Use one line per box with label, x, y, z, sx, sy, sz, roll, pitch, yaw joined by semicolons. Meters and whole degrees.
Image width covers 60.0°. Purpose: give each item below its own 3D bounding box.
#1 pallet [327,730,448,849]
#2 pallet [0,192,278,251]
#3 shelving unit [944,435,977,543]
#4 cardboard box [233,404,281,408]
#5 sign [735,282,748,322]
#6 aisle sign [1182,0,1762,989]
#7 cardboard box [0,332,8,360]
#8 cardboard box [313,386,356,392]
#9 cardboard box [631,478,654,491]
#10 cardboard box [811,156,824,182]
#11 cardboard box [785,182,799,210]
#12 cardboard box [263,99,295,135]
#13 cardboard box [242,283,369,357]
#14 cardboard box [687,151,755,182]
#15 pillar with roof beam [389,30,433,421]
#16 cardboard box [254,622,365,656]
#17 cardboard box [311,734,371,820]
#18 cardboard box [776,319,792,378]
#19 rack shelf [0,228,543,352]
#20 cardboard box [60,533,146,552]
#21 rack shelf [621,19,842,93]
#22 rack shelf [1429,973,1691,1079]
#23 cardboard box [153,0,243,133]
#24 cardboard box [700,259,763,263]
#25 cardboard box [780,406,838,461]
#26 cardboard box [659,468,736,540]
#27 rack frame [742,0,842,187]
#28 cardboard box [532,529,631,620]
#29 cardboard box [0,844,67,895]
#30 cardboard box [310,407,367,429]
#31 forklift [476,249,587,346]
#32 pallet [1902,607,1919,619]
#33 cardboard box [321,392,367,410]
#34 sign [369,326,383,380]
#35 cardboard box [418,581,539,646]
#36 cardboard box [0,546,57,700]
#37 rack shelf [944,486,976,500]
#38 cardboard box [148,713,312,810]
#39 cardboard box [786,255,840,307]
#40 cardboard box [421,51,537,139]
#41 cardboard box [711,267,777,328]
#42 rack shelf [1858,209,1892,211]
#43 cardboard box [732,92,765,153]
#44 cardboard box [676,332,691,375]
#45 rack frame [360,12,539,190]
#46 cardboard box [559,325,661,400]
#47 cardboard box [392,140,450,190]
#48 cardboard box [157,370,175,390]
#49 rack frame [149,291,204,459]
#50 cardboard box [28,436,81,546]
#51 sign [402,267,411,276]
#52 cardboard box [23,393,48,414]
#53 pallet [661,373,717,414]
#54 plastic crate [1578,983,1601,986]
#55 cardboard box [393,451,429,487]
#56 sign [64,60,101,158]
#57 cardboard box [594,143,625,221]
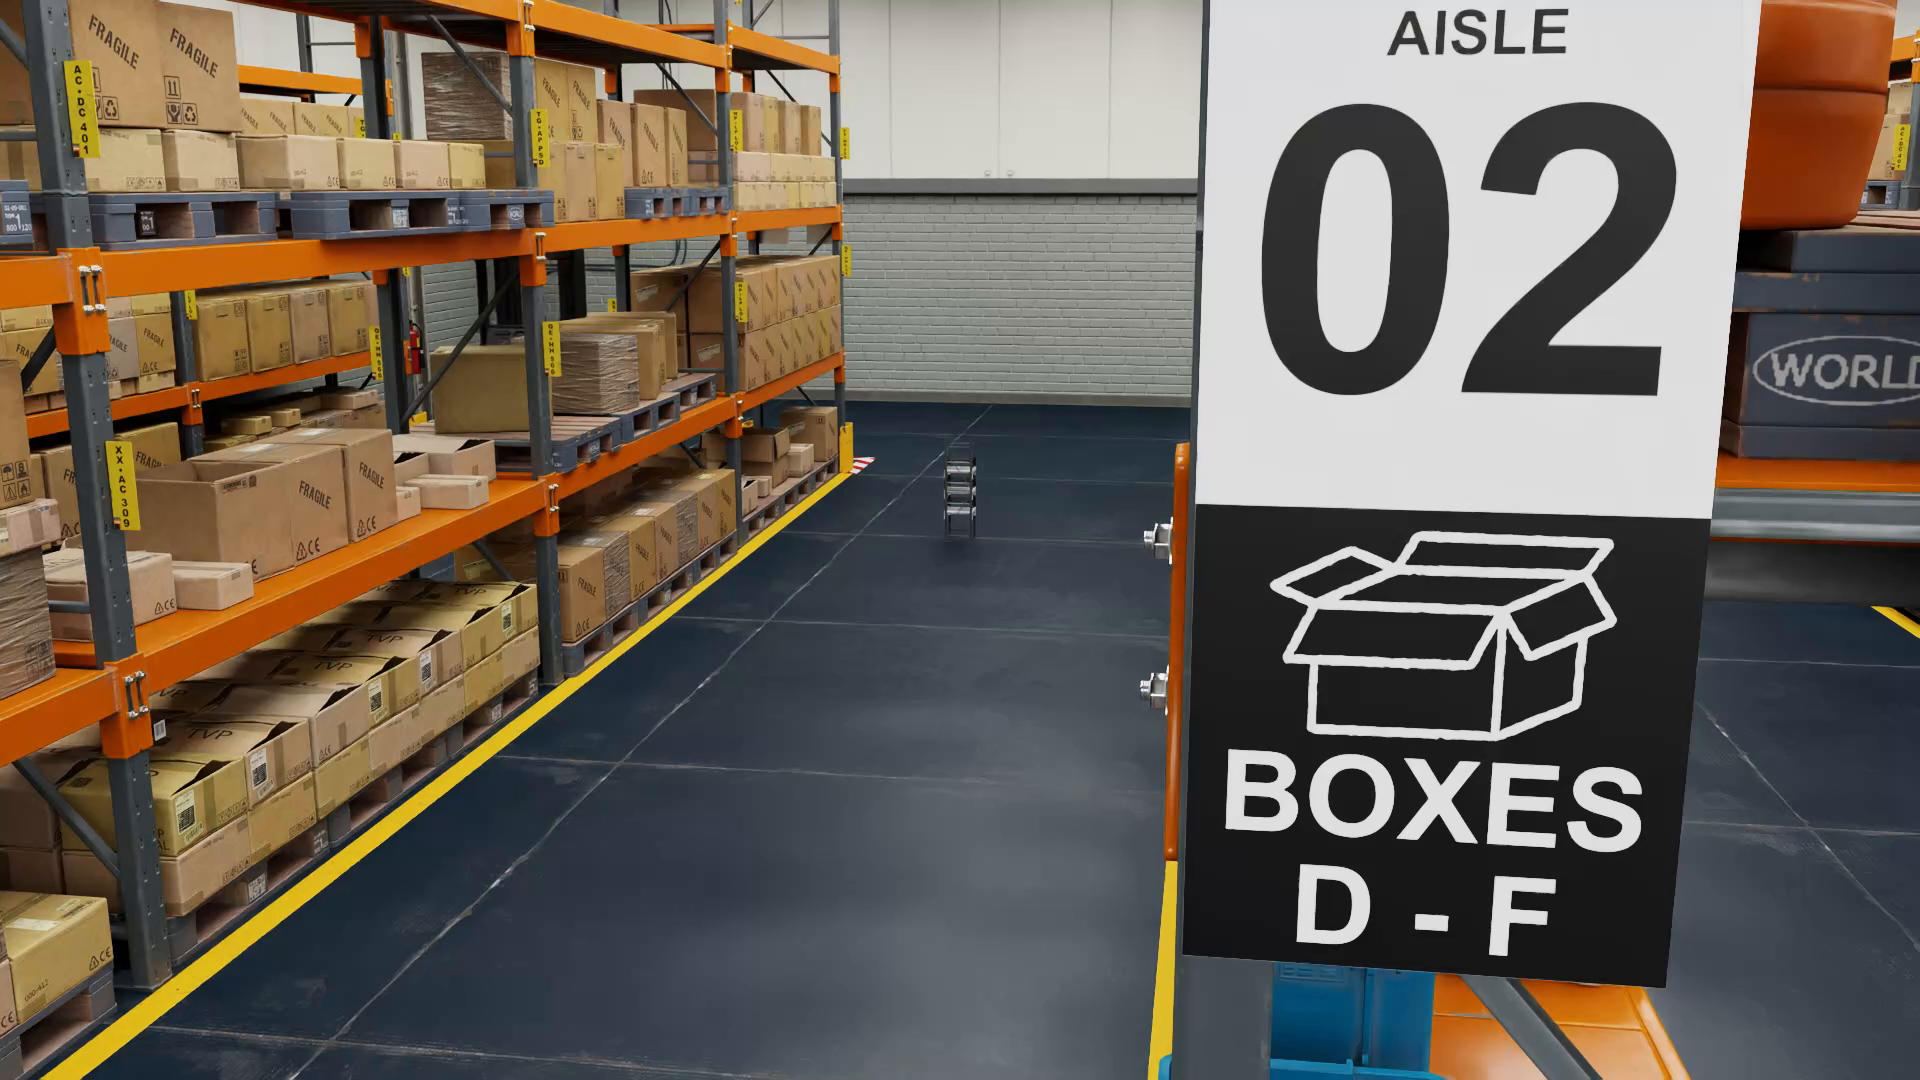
pallet;-3.330;1.202;8.416;1.003;0.211;1.213;2;12;9
pallet;-3.467;-1.309;6.781;0.805;0.209;1.217;1;12;6
shelving unit;0.001;-0.442;14.406;0.258;0.900;0.210;2;12;9
cardboard box;-7.059;-1.277;16.696;0.380;0.149;0.250;2;12;8
sign;-1.810;-1.966;13.748;0.100;0.325;0.005;2;12;9
aisle sign;0.384;-0.024;1.312;0.394;0.787;0.004;2;12;9
cardboard box;-7.375;-1.253;12.198;0.500;0.500;0.500;2;12;8
cardboard box;-6.827;-1.594;18.166;0.380;0.149;0.250;2;12;9
cardboard box;-2.745;-0.206;13.220;0.500;0.500;0.500;2;12;9
cardboard box;-1.648;-3.668;16.444;0.500;0.250;0.500;2;12;9
cardboard box;-1.807;-3.216;15.531;0.500;0.250;0.500;2;12;9
cardboard box;-6.724;-3.940;15.879;0.500;0.500;0.500;2;12;9
cardboard box;-6.809;-2.298;17.325;0.980;0.700;0.700;2;12;8
cardboard box;-2.039;-3.148;14.030;0.500;0.250;0.500;2;12;9
pillar with roof beam;-2.825;-5.793;20.014;9.100;9.000;0.400;2;12;9
cardboard box;-3.498;0.595;8.810;0.500;0.311;0.500;2;12;7
cardboard box;-3.126;1.097;7.815;0.500;0.250;0.500;1;12;7
cardboard box;-1.857;-1.774;15.369;0.500;0.500;0.500;2;12;8
rack shelf;-3.282;-1.283;7.915;1.077;0.370;4.000;2;12;9
cardboard box;-3.636;0.125;7.114;0.396;0.266;0.258;2;12;7
rack shelf;-2.052;-4.413;15.326;1.077;0.370;4.000;2;12;9
rack shelf;0.997;1.177;3.619;1.077;0.370;4.000;2;12;9
cardboard box;-3.391;-1.963;6.943;0.500;0.500;0.500;3;13;14
cardboard box;-2.228;-2.491;16.321;0.500;0.500;0.500;2;12;9
cardboard box;-1.584;-1.122;17.469;0.500;0.500;0.500;2;12;9
cardboard box;-2.152;-0.299;13.648;0.500;0.500;0.500;2;12;8
rack frame;-1.744;-5.183;17.182;1.000;3.000;0.127;2;12;9
cardboard box;-2.547;0.227;11.207;0.500;0.500;0.500;1;12;7
cardboard box;-3.812;1.291;6.912;0.500;0.250;0.500;2;12;8
cardboard box;-6.725;-1.140;17.600;0.700;0.500;0.500;2;12;8
forklift;-4.421;-1.974;16.697;1.130;2.935;3.031;3;12;12
pallet;7.384;0.431;11.994;1.003;0.211;1.213;2;12;9
cardboard box;-6.526;-1.475;17.616;0.380;0.149;0.250;2;12;10
sign;-3.512;-1.128;10.045;0.100;0.325;0.005;2;12;9
cardboard box;-2.812;0.397;9.730;0.500;0.311;0.500;2;12;10
cardboard box;-3.652;0.292;5.783;0.700;0.500;0.500;2;12;7
rack shelf;0.001;-0.409;14.413;0.258;0.077;0.200;2;12;9
cardboard box;-3.198;0.931;7.254;0.500;0.311;0.500;2;12;8
cardboard box;-1.541;-2.686;17.227;0.500;0.500;0.500;2;12;8
cardboard box;-2.901;-2.679;10.075;0.500;0.500;0.500;2;12;9
cardboard box;-1.930;-2.151;14.746;0.500;0.500;0.500;1;12;7
rack shelf;7.736;-2.627;14.149;1.077;0.370;4.000;2;12;9
cardboard box;-2.105;-3.623;14.456;0.700;0.500;0.500;2;12;9
cardboard box;-2.536;-1.579;14.461;0.500;0.500;0.500;2;12;10
rack frame;-2.974;-3.517;9.455;1.000;3.000;0.127;2;12;9
cardboard box;-2.570;-1.302;12.180;0.700;0.500;0.500;-1;12;-6
cardboard box;-3.051;-1.977;8.786;0.500;0.250;0.500;2;12;10
cardboard box;-7.027;-1.385;14.347;0.380;0.149;0.250;2;12;9
rack frame;-7.255;-1.577;14.691;1.000;3.000;0.127;2;12;9
cardboard box;-7.360;-0.407;13.367;0.750;0.750;0.750;2;12;10
sign;-6.105;-3.071;18.313;0.100;0.325;0.005;2;12;9
cardboard box;-7.318;-1.067;12.871;0.380;0.149;0.250;2;12;10
pallet;-2.590;-1.161;13.215;1.003;0.211;1.213;2;12;9
plastic crate;1.305;0.884;3.896;0.530;0.136;0.437;2;12;9
cardboard box;-3.303;-0.361;9.261;0.500;0.311;0.500;2;12;8
sign;-3.041;-1.492;5.762;0.100;0.325;0.005;2;12;9
cardboard box;-2.782;-2.406;11.181;0.910;0.500;0.500;2;12;9
